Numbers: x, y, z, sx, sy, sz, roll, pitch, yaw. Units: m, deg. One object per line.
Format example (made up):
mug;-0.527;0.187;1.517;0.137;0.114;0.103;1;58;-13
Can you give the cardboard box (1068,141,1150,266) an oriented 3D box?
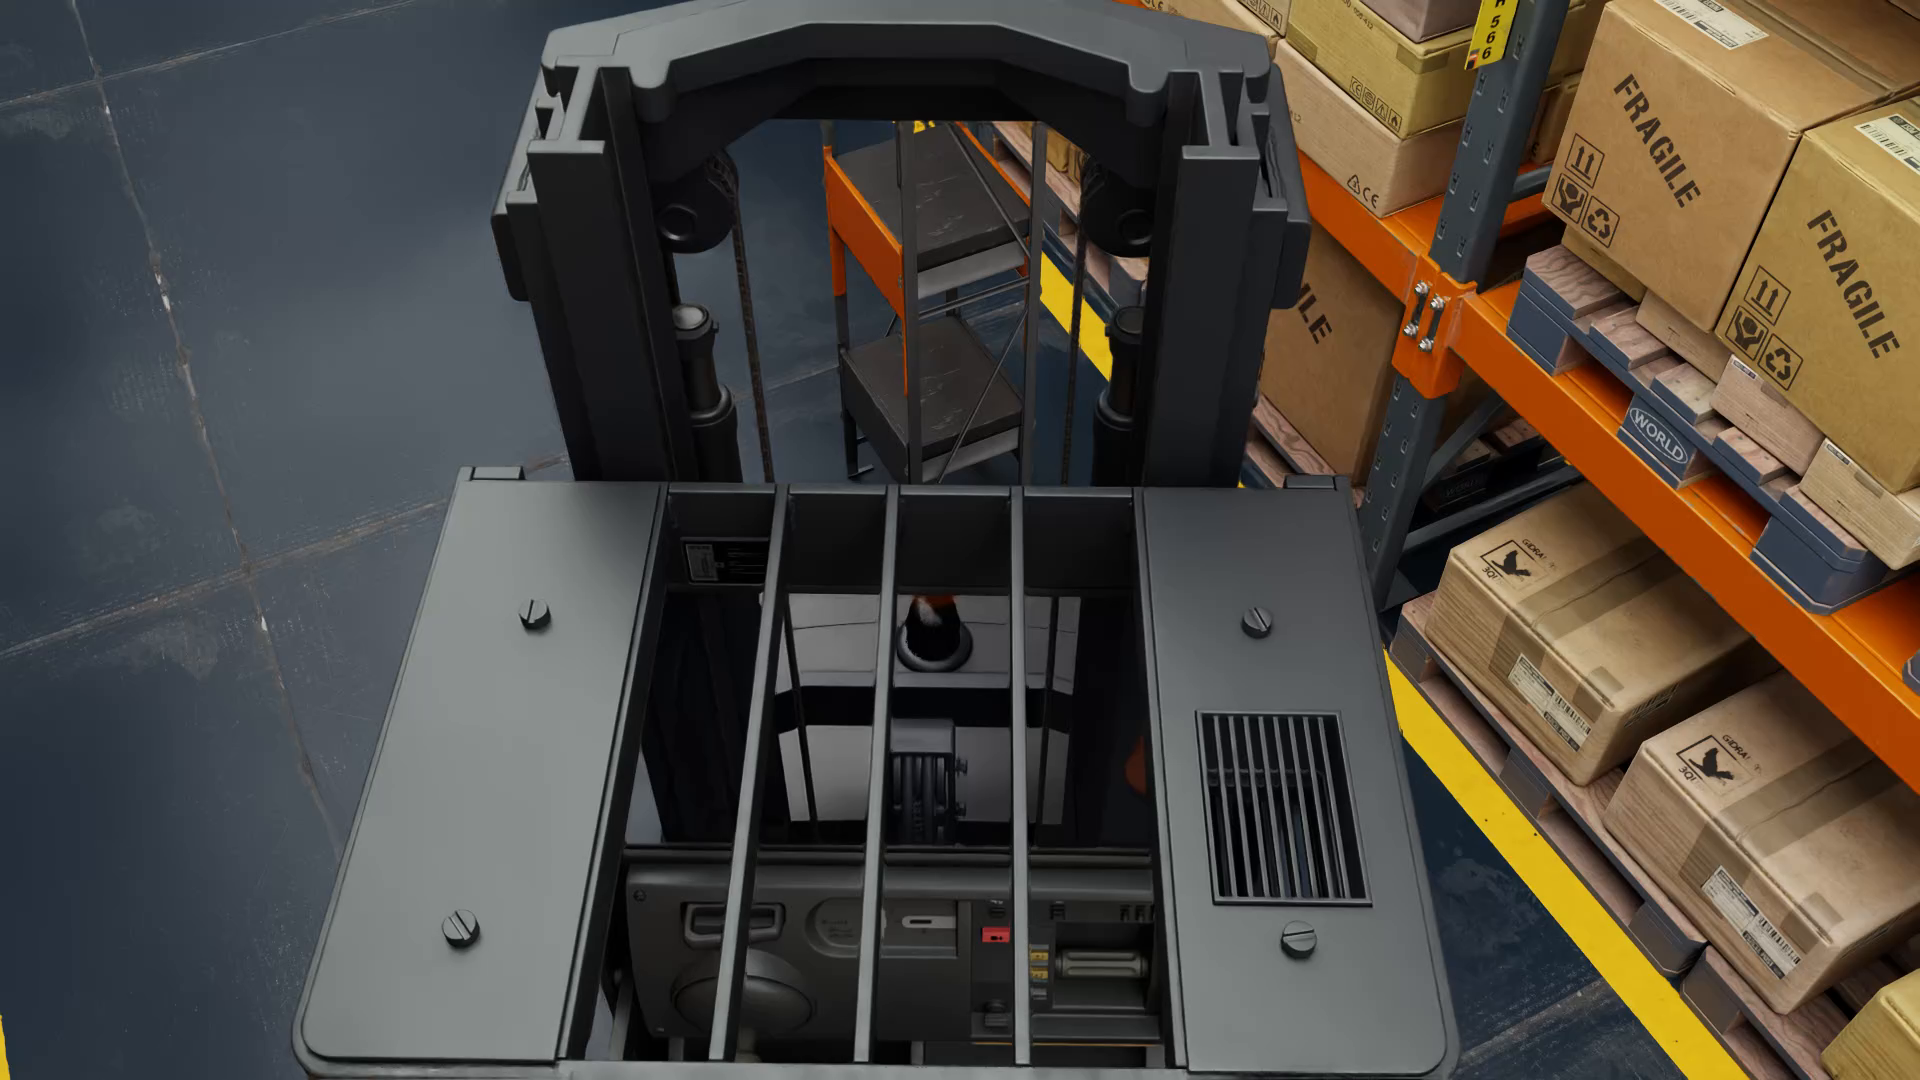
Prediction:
cardboard box;0.980;-1.478;5.683;0.875;0.875;0.875;-21;52;-17

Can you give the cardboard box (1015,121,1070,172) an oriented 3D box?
cardboard box;0.571;-2.077;6.206;0.875;0.875;0.875;-20;52;-16

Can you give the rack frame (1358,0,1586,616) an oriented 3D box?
rack frame;1.626;-0.950;4.088;1.000;3.000;0.127;-21;52;-18

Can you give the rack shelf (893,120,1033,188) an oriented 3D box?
rack shelf;-0.076;-1.254;4.040;0.431;0.518;0.480;-21;52;-18

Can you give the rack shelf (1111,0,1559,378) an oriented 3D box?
rack shelf;0.711;-2.052;5.530;1.077;0.370;4.000;-21;52;-18

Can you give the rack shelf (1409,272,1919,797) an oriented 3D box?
rack shelf;2.541;0.625;3.188;1.077;0.370;4.000;-21;52;-18

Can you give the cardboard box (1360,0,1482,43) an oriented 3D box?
cardboard box;1.157;-1.568;3.898;0.500;0.500;0.500;-22;53;-18

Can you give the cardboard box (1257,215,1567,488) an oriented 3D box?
cardboard box;1.384;-0.880;5.159;0.875;0.875;0.875;-22;52;-18

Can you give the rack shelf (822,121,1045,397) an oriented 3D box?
rack shelf;-0.076;-0.793;4.567;0.431;0.518;0.480;-21;52;-18

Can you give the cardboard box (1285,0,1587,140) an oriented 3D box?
cardboard box;1.179;-1.302;4.164;0.500;0.250;0.500;-21;52;-18

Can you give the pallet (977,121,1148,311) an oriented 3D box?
pallet;0.778;-1.401;6.335;1.003;0.211;1.213;-21;52;-18

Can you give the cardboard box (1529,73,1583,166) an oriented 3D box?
cardboard box;1.626;-1.315;4.507;0.500;0.250;0.500;-22;52;-18

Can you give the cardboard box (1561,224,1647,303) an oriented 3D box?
cardboard box;1.610;-0.724;3.778;0.380;0.149;0.250;-24;53;-20

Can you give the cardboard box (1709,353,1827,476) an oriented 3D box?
cardboard box;1.793;-0.324;3.429;0.380;0.149;0.250;-24;53;-20

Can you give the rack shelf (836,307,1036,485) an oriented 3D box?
rack shelf;-0.076;-0.332;5.094;0.431;0.518;0.480;-21;52;-18

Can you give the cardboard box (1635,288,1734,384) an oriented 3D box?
cardboard box;1.709;-0.523;3.603;0.380;0.149;0.250;-24;53;-20

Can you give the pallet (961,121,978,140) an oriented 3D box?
pallet;0.216;-2.219;7.050;1.003;0.211;1.213;-21;52;-18

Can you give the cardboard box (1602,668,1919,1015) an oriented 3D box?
cardboard box;2.221;0.649;4.156;0.950;0.372;0.625;-22;52;-18

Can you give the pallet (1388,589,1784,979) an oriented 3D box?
pallet;1.982;0.491;4.680;1.003;0.211;1.213;-21;52;-18

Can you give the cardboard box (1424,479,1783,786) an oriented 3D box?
cardboard box;1.876;0.158;4.586;0.950;0.372;0.625;-24;53;-20

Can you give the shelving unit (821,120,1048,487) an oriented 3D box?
shelving unit;-0.076;-0.802;4.557;0.431;2.100;0.503;-21;52;-18

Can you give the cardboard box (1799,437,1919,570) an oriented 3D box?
cardboard box;1.901;-0.133;3.262;0.380;0.149;0.250;-21;52;-17

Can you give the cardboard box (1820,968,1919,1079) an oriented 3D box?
cardboard box;2.563;1.159;3.710;0.950;0.372;0.625;-20;52;-16

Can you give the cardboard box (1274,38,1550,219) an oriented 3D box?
cardboard box;1.164;-1.150;4.363;0.500;0.250;0.500;-23;53;-19

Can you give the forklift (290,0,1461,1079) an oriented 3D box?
forklift;-0.073;0.822;2.584;1.130;2.935;3.031;1;49;1

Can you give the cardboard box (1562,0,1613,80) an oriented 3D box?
cardboard box;1.614;-1.490;4.328;0.500;0.250;0.500;-22;52;-18

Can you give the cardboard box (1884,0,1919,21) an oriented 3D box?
cardboard box;2.081;-1.011;3.598;0.500;0.500;0.500;-23;53;-19

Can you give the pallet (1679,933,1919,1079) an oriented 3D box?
pallet;2.537;1.307;3.967;1.003;0.211;1.213;-21;52;-18

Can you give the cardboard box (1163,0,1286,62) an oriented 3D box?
cardboard box;0.916;-1.486;4.657;0.500;0.250;0.500;-20;52;-17

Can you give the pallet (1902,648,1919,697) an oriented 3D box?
pallet;2.568;0.424;3.014;1.003;0.211;1.213;-21;52;-18

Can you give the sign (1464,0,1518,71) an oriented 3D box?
sign;1.134;-1.138;3.483;0.100;0.325;0.005;-21;52;-18

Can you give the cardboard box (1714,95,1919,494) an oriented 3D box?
cardboard box;1.871;-0.492;3.145;0.500;0.500;0.500;-19;51;-16

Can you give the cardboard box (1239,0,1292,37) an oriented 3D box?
cardboard box;0.941;-1.644;4.463;0.500;0.250;0.500;-22;53;-18

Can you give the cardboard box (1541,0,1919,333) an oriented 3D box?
cardboard box;1.626;-0.838;3.447;0.500;0.500;0.500;-23;53;-19

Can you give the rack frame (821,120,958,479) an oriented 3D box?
rack frame;-0.187;-0.965;4.699;0.400;2.100;0.015;-21;52;-18

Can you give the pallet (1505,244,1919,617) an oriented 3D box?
pallet;2.047;-0.447;3.775;1.213;0.211;1.003;-21;52;-18

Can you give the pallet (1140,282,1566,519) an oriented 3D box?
pallet;1.332;-0.586;5.622;1.003;0.211;1.213;-21;52;-18

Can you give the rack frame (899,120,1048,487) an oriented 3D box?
rack frame;0.036;-0.639;4.414;0.400;2.100;0.015;-21;52;-18

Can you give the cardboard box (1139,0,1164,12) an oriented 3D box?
cardboard box;0.700;-1.829;4.956;0.500;0.250;0.500;-22;52;-18
